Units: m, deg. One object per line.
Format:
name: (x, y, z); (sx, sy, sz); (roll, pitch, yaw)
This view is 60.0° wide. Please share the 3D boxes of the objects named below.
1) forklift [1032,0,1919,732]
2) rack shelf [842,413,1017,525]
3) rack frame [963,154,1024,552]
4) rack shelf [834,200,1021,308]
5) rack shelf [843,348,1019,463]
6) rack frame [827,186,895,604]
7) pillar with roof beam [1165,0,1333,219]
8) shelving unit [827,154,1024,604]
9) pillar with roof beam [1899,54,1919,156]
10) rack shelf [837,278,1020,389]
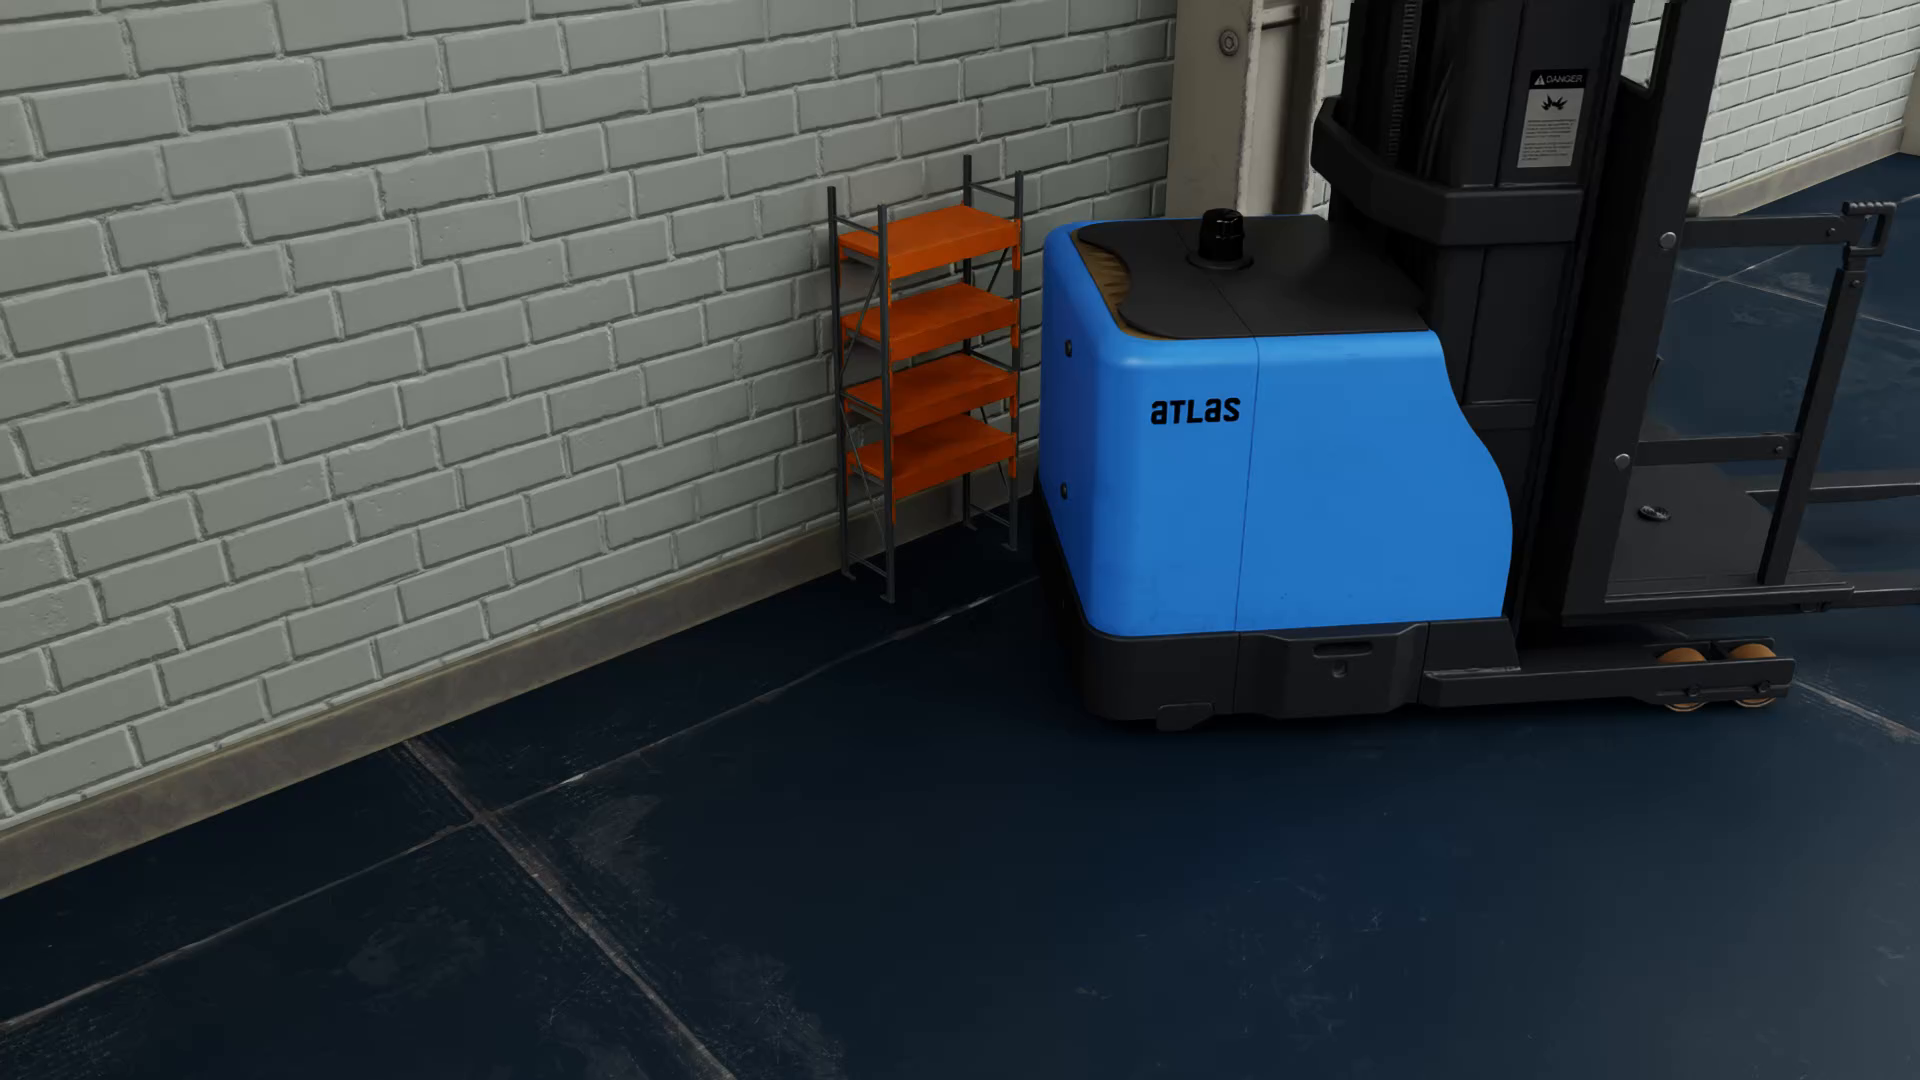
forklift: (1.771, -1.084, 4.169); (3.031, 2.935, 1.130); (-3, 28, -5)
rack shelf: (-0.091, -0.226, 4.964); (0.480, 0.148, 0.258); (-22, 35, -35)
rack frame: (0.093, -0.536, 4.979); (0.015, 1.200, 0.240); (-22, 35, -35)
rack shelf: (-0.091, -0.807, 4.653); (0.480, 0.148, 0.258); (-22, 35, -35)
rack shelf: (-0.091, -0.401, 4.870); (0.480, 0.148, 0.258); (-22, 35, -35)
rack frame: (-0.275, -0.385, 4.697); (0.015, 1.200, 0.240); (-22, 35, -35)
pillar with roof beam: (3.721, -2.785, 0.913); (0.400, 9.000, 9.100); (-22, 35, -35)
shelving unit: (-0.091, -0.460, 4.838); (0.503, 1.200, 0.258); (-22, 35, -35)
pillar with roof beam: (8.285, -4.620, 4.348); (0.400, 9.000, 9.100); (-22, 35, -35)
rack shelf: (-0.091, -0.598, 4.764); (0.480, 0.148, 0.258); (-22, 35, -35)
